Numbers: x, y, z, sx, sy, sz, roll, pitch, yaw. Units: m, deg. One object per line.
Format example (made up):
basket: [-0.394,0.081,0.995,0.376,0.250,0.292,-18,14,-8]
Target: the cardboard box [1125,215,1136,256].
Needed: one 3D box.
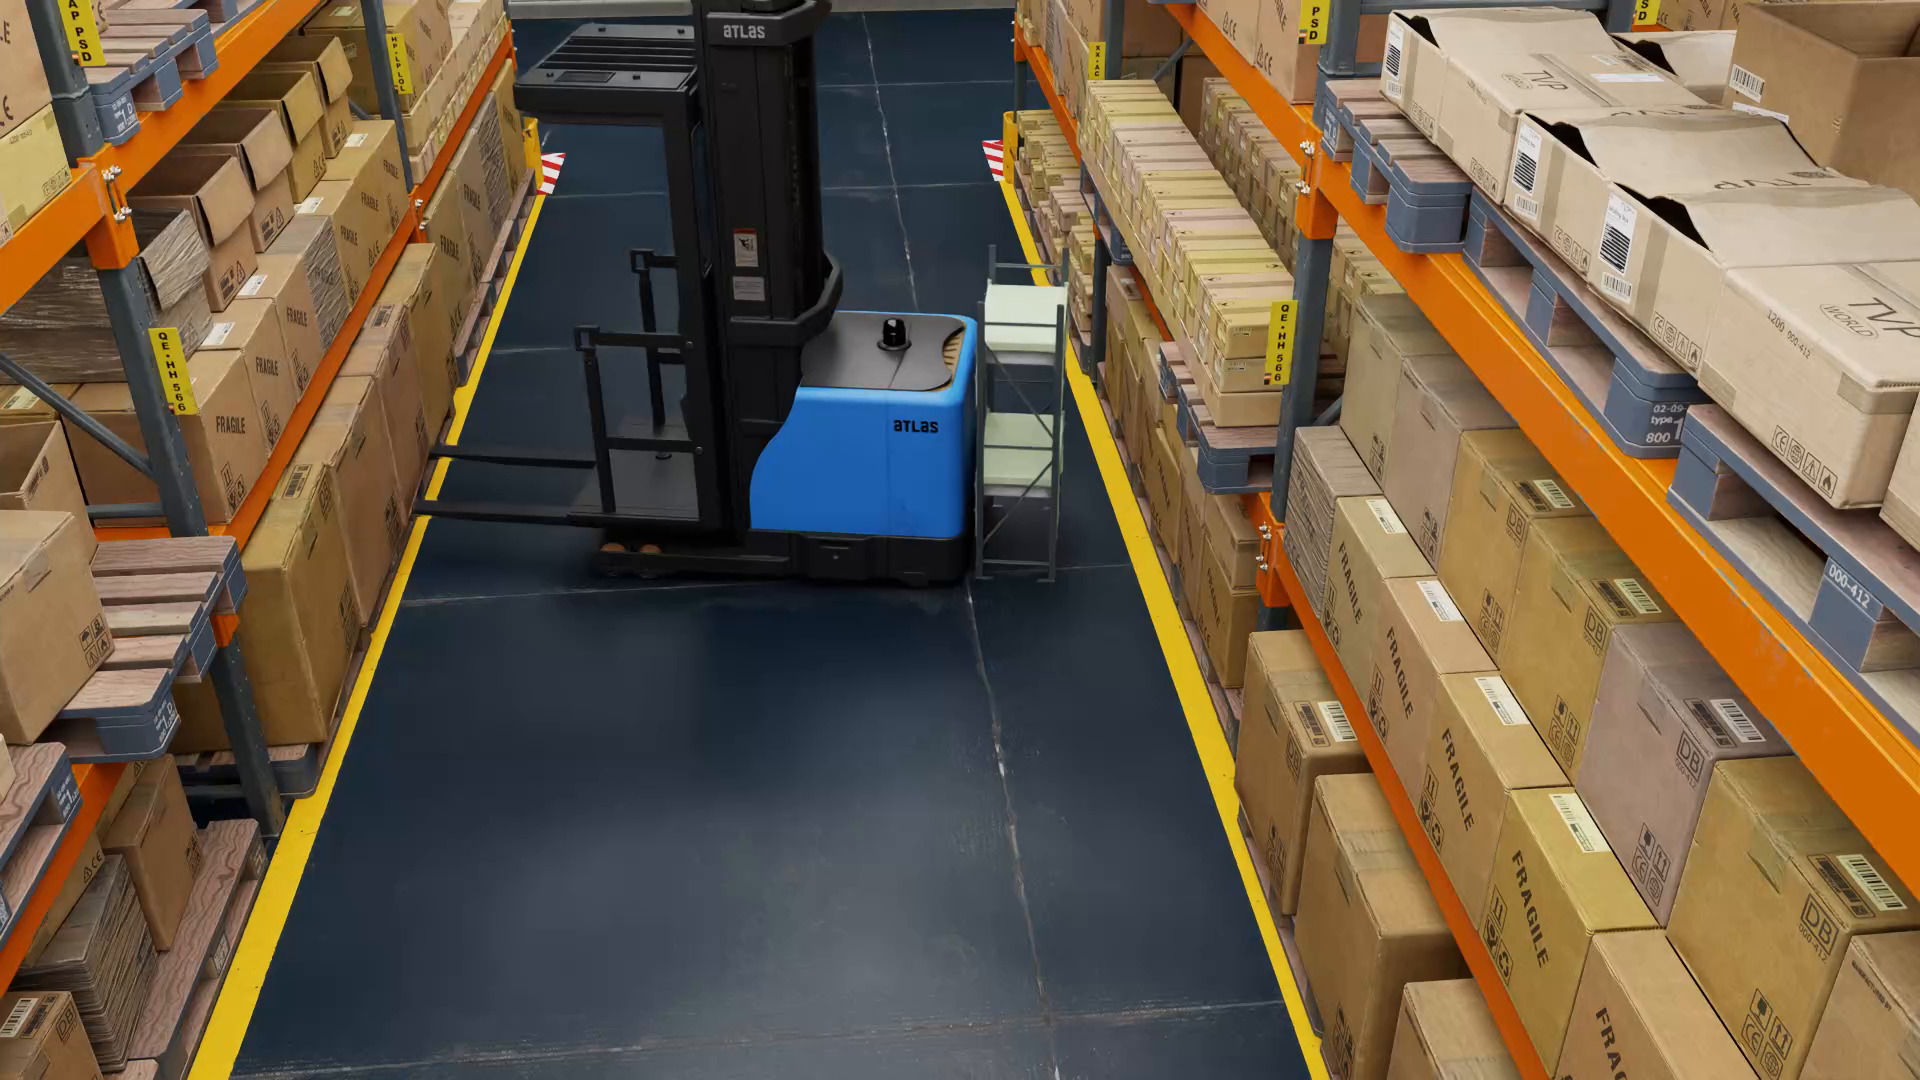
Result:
cardboard box: [1.022,-1.497,8.167,0.380,0.149,0.250,-3,31,-5]

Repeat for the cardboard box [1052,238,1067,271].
cardboard box: [0.843,-1.983,11.515,0.380,0.149,0.250,-3,31,-5]

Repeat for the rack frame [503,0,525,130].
rack frame: [-4.006,-4.170,12.807,1.000,3.000,0.127,-3,31,-5]

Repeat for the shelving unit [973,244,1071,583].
shelving unit: [0.312,-0.629,8.340,0.431,1.500,0.755,3,31,4]

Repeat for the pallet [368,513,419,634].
pallet: [-3.368,0.084,8.404,1.003,0.211,1.213,-3,31,-5]

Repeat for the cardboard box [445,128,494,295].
cardboard box: [-3.698,-2.196,11.165,0.875,0.875,0.875,-3,31,-5]

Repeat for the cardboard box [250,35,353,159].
cardboard box: [-3.564,-2.276,8.559,0.797,0.503,0.637,-4,31,-6]

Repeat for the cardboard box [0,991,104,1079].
cardboard box: [-3.051,1.711,4.969,0.700,0.500,0.500,0,31,0]

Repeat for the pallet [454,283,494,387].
pallet: [-3.625,-1.323,10.759,1.003,0.211,1.213,-3,31,-5]

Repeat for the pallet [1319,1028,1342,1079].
pallet: [1.799,1.953,5.275,1.003,0.211,1.213,-3,31,-5]

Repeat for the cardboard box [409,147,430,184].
cardboard box: [-3.328,-2.187,9.732,0.380,0.149,0.250,-3,31,-4]

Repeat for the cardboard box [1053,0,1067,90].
cardboard box: [0.897,-3.237,10.857,0.500,0.500,0.500,-3,31,-5]

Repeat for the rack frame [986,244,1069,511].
rack frame: [0.344,-0.816,8.653,0.400,1.500,0.023,3,31,4]

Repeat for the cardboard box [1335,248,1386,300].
cardboard box: [1.793,-1.107,6.934,0.380,0.149,0.250,-3,31,-5]

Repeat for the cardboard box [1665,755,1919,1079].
cardboard box: [1.961,0.782,3.442,0.700,0.500,0.500,-3,31,-5]

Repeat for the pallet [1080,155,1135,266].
pallet: [1.242,-1.835,9.083,1.003,0.211,1.213,-3,31,-5]

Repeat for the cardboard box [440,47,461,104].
cardboard box: [-3.510,-2.962,10.640,0.500,0.250,0.500,-2,31,-3]

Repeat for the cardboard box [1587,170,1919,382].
cardboard box: [1.681,-0.587,3.462,0.500,0.311,0.500,-4,31,-6]

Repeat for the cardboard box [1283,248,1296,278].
cardboard box: [1.723,-1.259,7.769,0.380,0.149,0.250,-2,31,-4]

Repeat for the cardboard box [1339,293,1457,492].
cardboard box: [1.722,-0.514,5.614,0.700,0.500,0.500,-3,31,-5]

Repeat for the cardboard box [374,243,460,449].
cardboard box: [-3.552,-1.070,9.279,1.225,0.875,0.875,-3,31,-4]

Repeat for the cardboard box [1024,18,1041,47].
cardboard box: [0.683,-3.800,12.431,0.380,0.149,0.250,-4,31,-6]

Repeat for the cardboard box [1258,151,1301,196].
cardboard box: [1.669,-1.781,8.062,0.380,0.149,0.250,-4,31,-7]

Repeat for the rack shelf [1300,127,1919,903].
rack shelf: [1.876,-0.230,3.986,1.077,0.370,4.000,-3,31,-5]

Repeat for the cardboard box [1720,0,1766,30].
cardboard box: [5.788,-3.657,11.849,0.500,0.500,0.500,-2,31,-3]

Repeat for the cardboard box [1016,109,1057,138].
cardboard box: [0.653,-3.284,13.114,0.380,0.149,0.250,-4,31,-7]

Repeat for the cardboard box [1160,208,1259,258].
cardboard box: [1.096,-1.350,7.340,0.380,0.149,0.250,-3,31,-5]

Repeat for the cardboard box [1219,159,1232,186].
cardboard box: [1.596,-1.933,8.897,0.380,0.149,0.250,-3,31,-5]

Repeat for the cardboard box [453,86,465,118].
cardboard box: [-3.450,-2.849,10.839,0.380,0.149,0.250,-2,31,-4]

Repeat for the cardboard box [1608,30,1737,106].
cardboard box: [2.086,-1.225,4.531,0.500,0.311,0.500,-3,31,-5]

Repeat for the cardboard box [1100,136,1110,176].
cardboard box: [0.945,-2.027,8.764,0.380,0.149,0.250,-2,31,-3]

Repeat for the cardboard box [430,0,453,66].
cardboard box: [-3.514,-3.287,10.453,0.500,0.500,0.500,-4,31,-6]

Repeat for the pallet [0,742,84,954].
pallet: [-3.032,1.005,4.329,1.003,0.211,1.213,-3,31,-5]

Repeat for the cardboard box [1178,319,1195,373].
cardboard box: [1.140,-0.832,7.054,0.380,0.149,0.250,-2,31,-4]

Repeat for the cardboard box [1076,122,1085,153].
cardboard box: [0.924,-2.467,10.200,0.380,0.149,0.250,-4,31,-6]

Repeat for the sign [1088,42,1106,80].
sign: [0.776,-2.656,9.427,0.100,0.325,0.005,-3,31,-5]

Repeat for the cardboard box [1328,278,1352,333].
cardboard box: [1.789,-1.003,7.049,0.380,0.149,0.250,-4,31,-6]

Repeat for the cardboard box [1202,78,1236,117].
cardboard box: [1.548,-2.446,9.176,0.380,0.149,0.250,-1,31,-2]

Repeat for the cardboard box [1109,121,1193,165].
cardboard box: [0.969,-2.018,8.459,0.380,0.149,0.250,-3,31,-5]

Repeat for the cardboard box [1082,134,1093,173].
cardboard box: [0.895,-2.163,9.282,0.380,0.149,0.250,-4,31,-7]

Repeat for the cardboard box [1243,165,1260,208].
cardboard box: [1.649,-1.787,8.362,0.380,0.149,0.250,-4,31,-7]

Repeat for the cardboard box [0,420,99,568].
cardboard box: [-3.168,-0.035,5.377,0.500,0.500,0.500,-6,31,-11]

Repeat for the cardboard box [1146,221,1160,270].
cardboard box: [1.067,-1.361,7.649,0.380,0.149,0.250,-2,31,-3]

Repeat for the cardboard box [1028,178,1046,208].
cardboard box: [0.723,-2.638,12.612,0.380,0.149,0.250,-2,31,-4]

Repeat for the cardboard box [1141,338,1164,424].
cardboard box: [1.217,-0.821,8.496,0.500,0.250,0.500,-2,31,-3]

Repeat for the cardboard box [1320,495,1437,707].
cardboard box: [1.513,0.187,5.415,0.500,0.500,0.500,-3,31,-5]

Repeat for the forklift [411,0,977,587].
forklift: [-1.434,-1.330,8.119,3.031,2.935,1.130,3,31,5]

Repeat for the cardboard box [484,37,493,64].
cardboard box: [-3.574,-3.507,11.942,0.380,0.149,0.250,-2,31,-4]

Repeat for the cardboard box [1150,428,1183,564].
cardboard box: [1.257,-0.237,8.250,0.500,0.500,0.500,-4,31,-7]

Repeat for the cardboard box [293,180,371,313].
cardboard box: [-3.221,-1.426,8.115,0.500,0.500,0.500,-3,31,-5]

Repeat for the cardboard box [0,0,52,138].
cardboard box: [-2.965,-1.400,4.658,0.500,0.500,0.500,-2,31,-3]

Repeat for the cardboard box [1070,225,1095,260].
cardboard box: [0.930,-1.950,10.881,0.380,0.149,0.250,-3,31,-5]

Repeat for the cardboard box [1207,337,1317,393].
cardboard box: [1.190,-0.702,6.546,0.380,0.149,0.250,-2,31,-4]

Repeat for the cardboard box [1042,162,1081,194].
cardboard box: [0.795,-2.613,11.991,0.380,0.149,0.250,-2,31,-4]

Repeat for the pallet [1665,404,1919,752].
pallet: [1.929,0.099,2.921,0.805,0.209,1.217,-4,31,-7]

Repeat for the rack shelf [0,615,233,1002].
rack shelf: [-3.071,1.244,4.444,1.077,0.370,4.000,-3,31,-5]

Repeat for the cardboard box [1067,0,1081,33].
cardboard box: [0.949,-3.405,10.162,0.500,0.500,0.500,-4,31,-6]

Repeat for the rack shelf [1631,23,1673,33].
rack shelf: [6.048,-3.315,12.077,1.077,0.370,4.000,-3,31,-5]
